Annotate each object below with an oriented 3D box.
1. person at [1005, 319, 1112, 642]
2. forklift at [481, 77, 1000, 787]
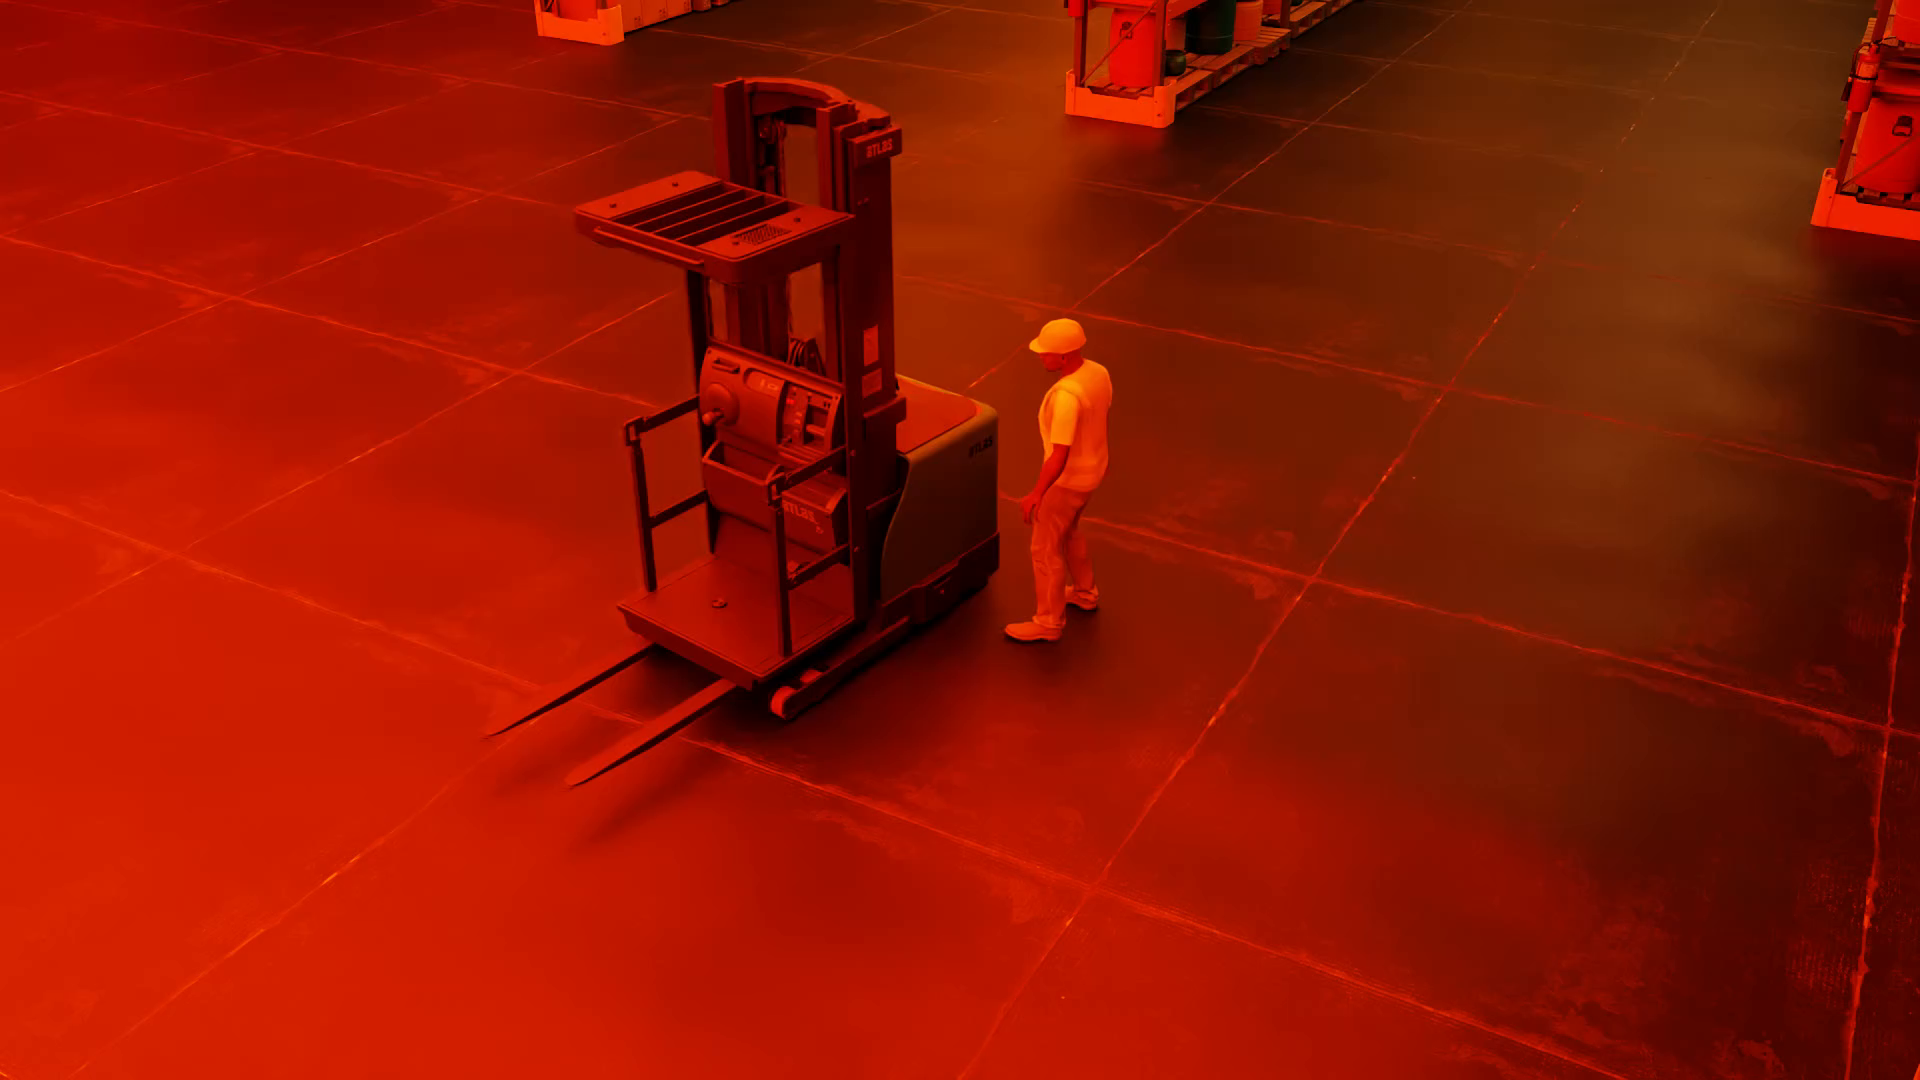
[{"bbox_3d":[0.559,-0.362,8.890,0.413,1.740,0.816,11,32,18],"label":"person"},{"bbox_3d":[-1.089,-0.643,8.185,1.130,2.935,3.031,22,37,33],"label":"forklift"}]
